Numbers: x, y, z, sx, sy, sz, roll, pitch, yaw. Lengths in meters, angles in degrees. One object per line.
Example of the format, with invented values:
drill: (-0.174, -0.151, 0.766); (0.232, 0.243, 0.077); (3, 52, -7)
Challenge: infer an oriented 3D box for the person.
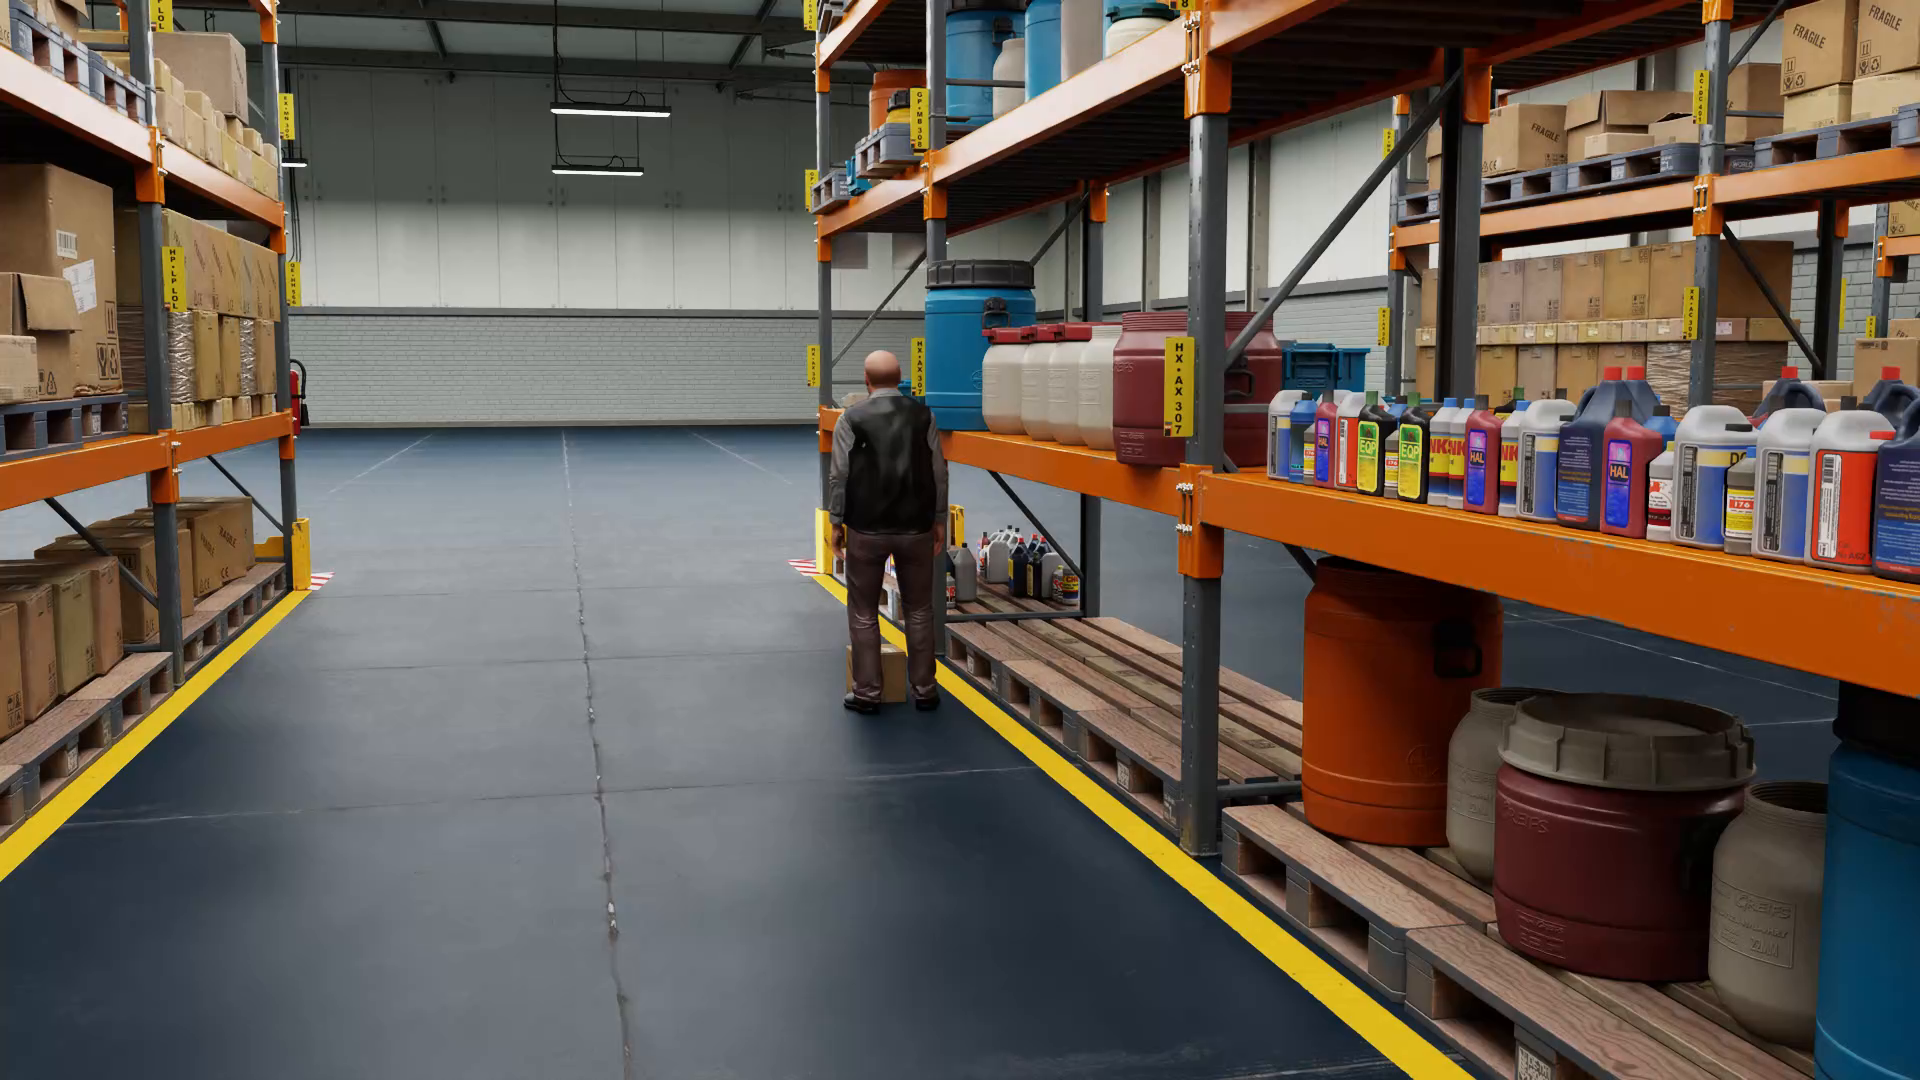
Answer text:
person: (-0.336, -0.038, 7.919); (0.580, 1.720, 0.421); (-1, 6, -14)
